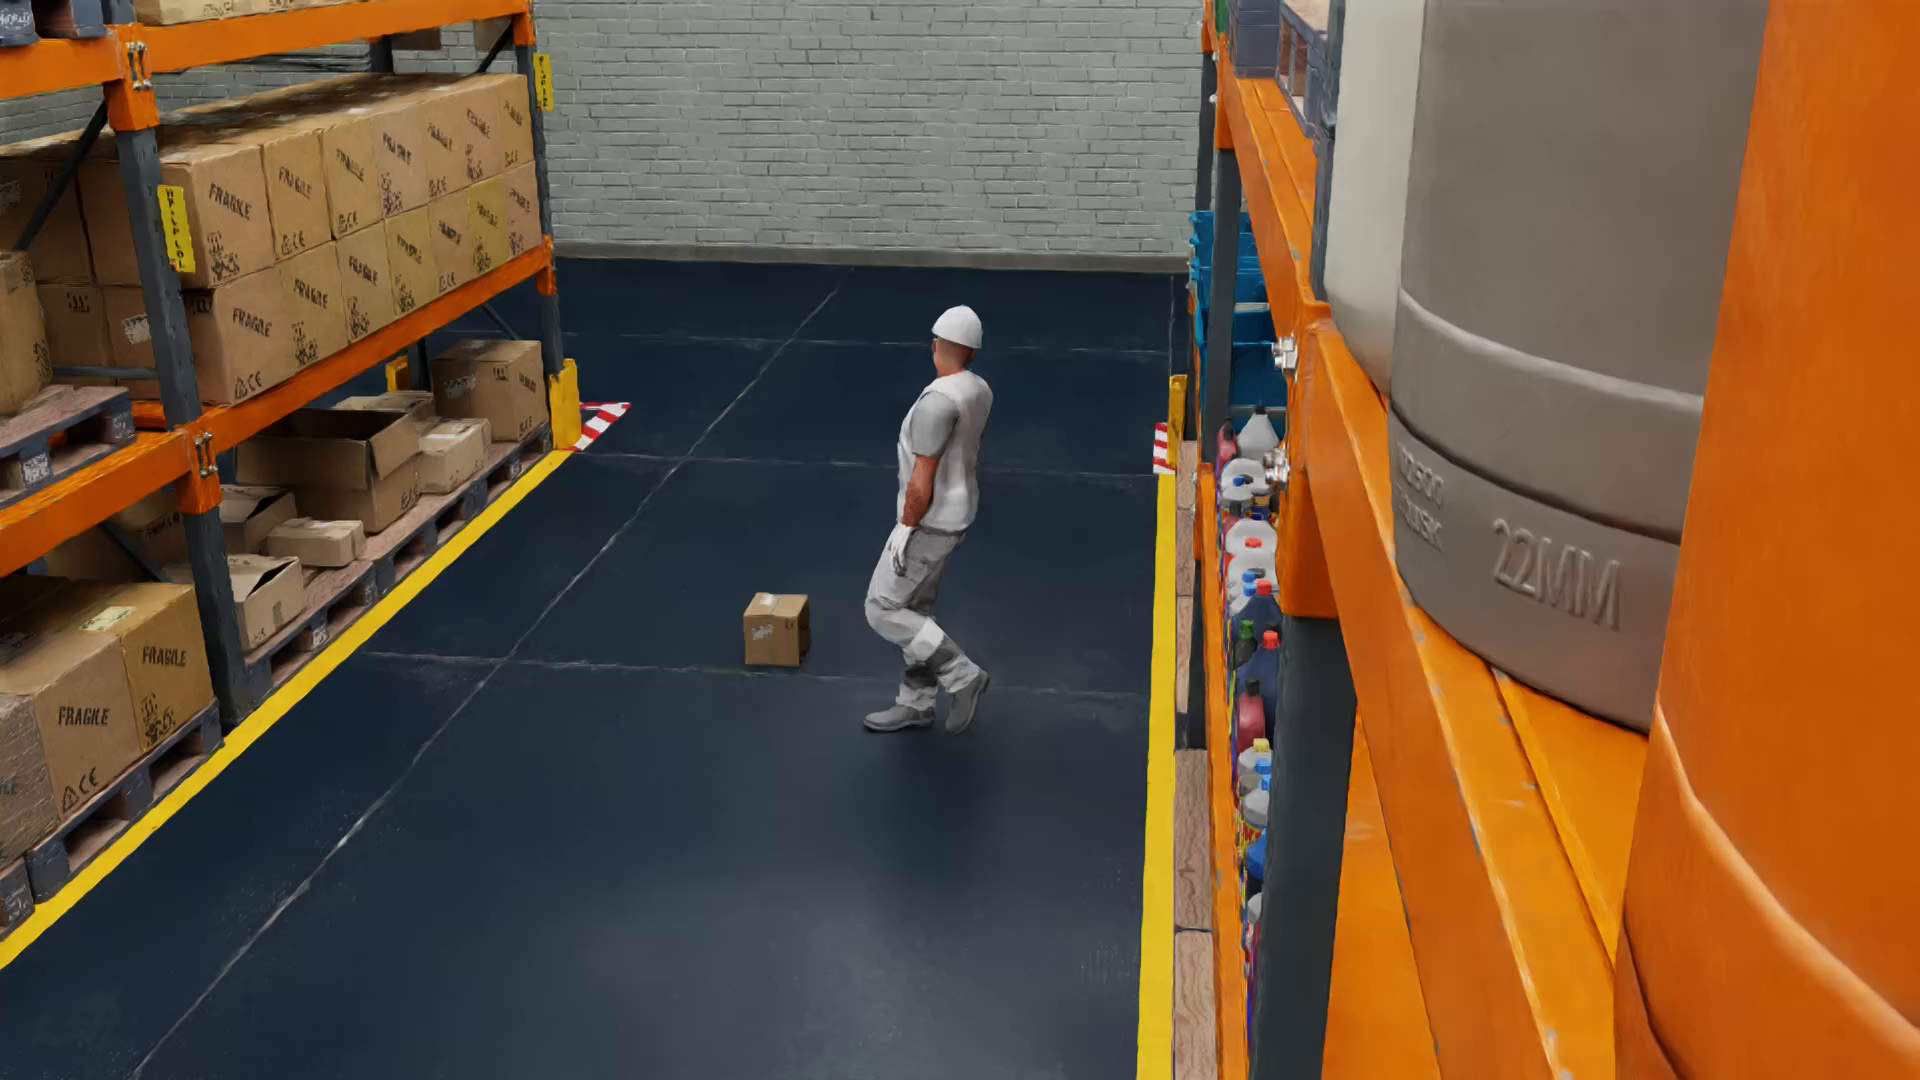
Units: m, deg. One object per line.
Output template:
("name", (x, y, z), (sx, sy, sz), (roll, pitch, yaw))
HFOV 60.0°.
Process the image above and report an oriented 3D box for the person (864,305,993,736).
("person", (-0.111, -0.065, 6.772), (0.539, 1.758, 0.603), (4, 21, 11))
